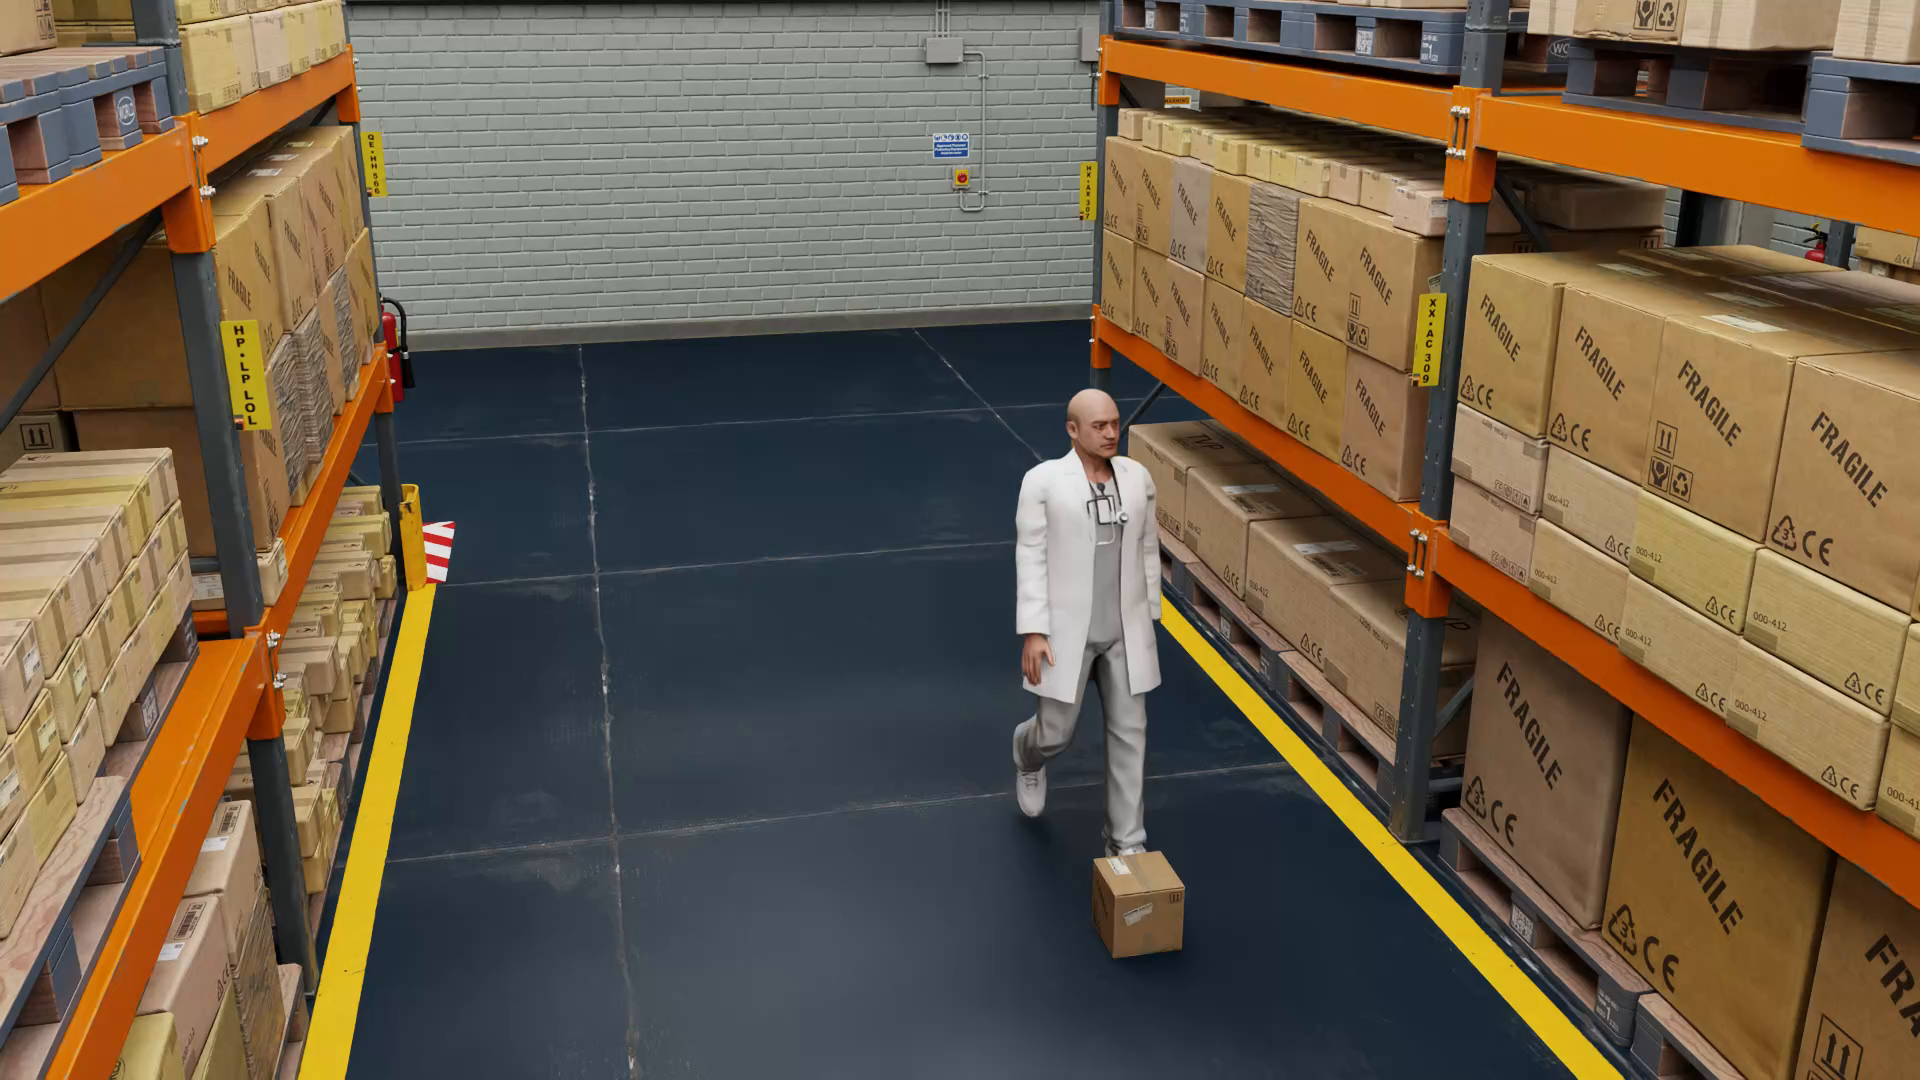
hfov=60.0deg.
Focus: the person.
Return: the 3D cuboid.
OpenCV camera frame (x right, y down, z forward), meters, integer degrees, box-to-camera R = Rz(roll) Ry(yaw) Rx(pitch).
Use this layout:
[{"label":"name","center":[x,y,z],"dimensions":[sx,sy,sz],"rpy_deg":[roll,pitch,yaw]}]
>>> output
[{"label":"person","center":[0.487,0.335,6.093],"dimensions":[0.607,1.762,0.846],"rpy_deg":[-5,20,-14]}]
